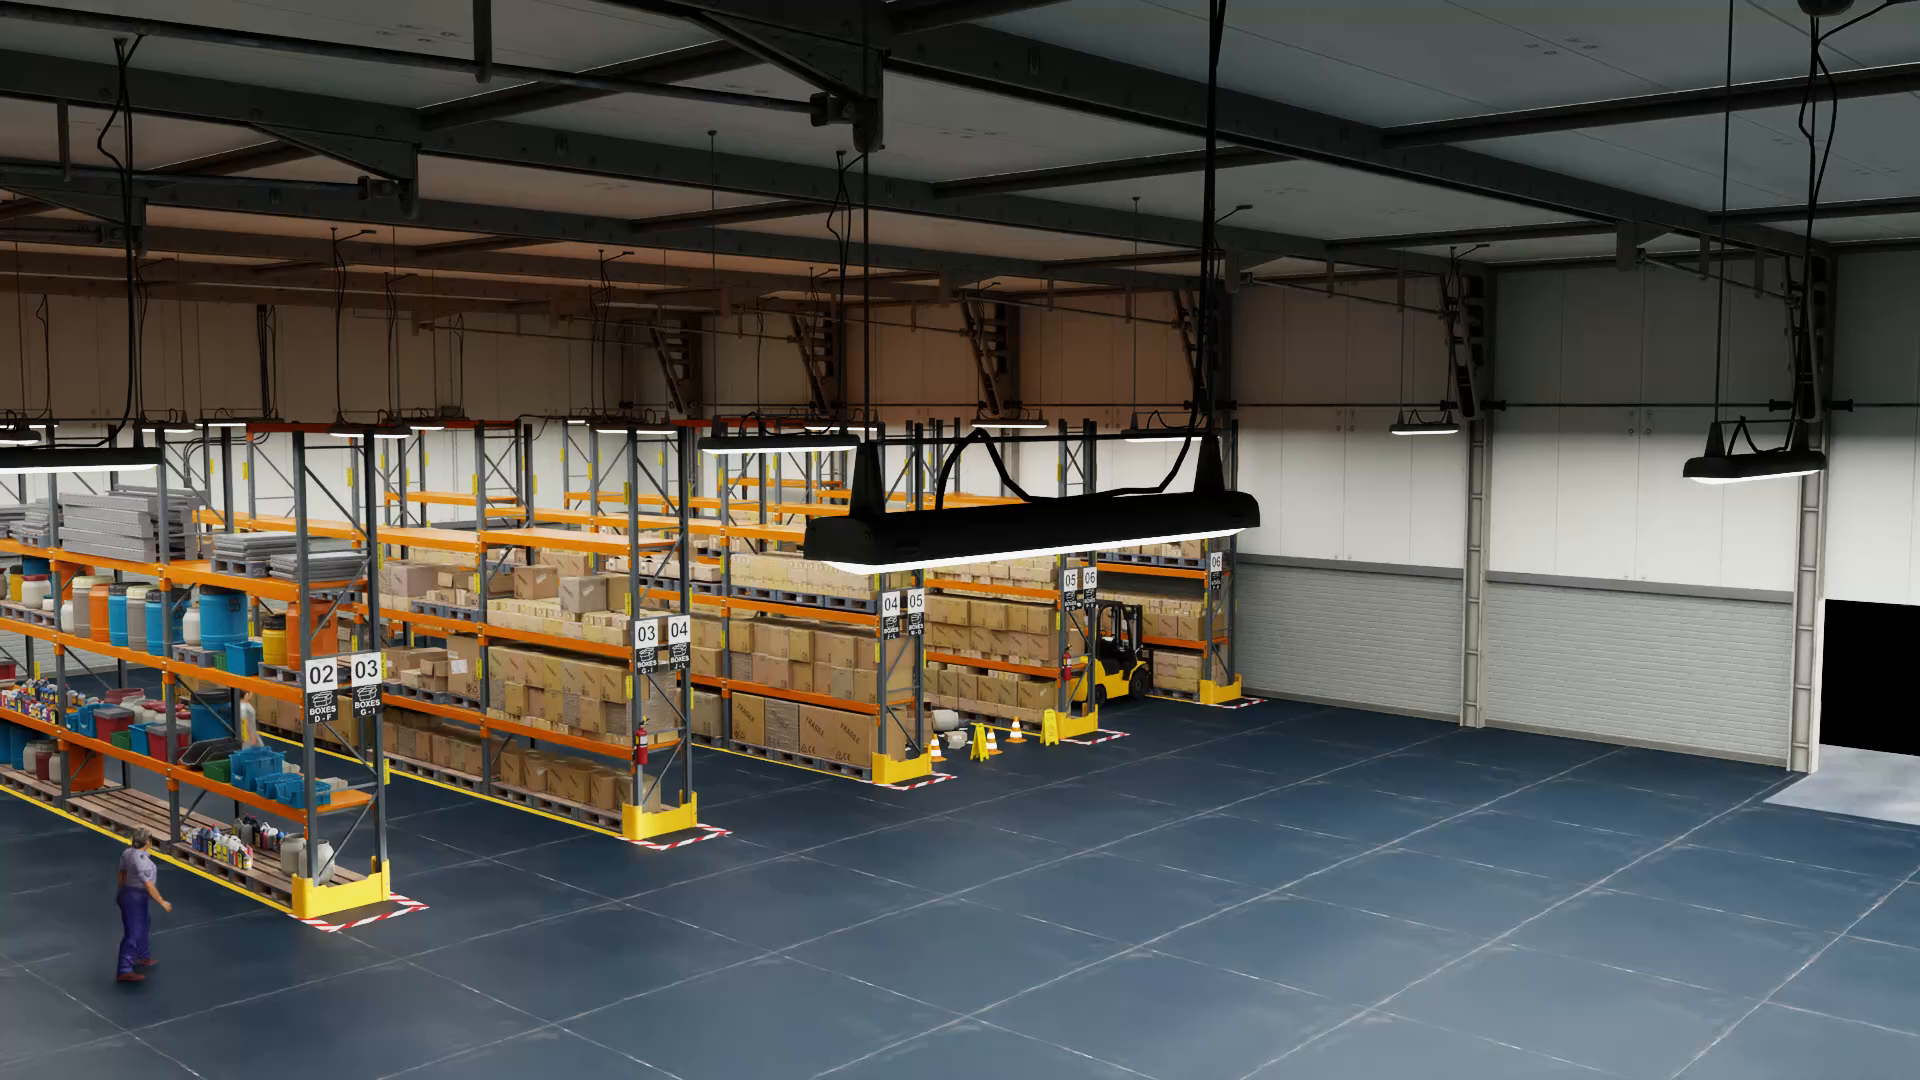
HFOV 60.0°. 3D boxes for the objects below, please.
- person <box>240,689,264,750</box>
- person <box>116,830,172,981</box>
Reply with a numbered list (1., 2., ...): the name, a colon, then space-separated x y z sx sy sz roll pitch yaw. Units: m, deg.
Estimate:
1. person: -11.811 3.261 27.633 0.444 1.662 0.468 1 5 8
2. person: -9.137 4.033 18.477 0.575 1.651 0.635 -4 6 -39
